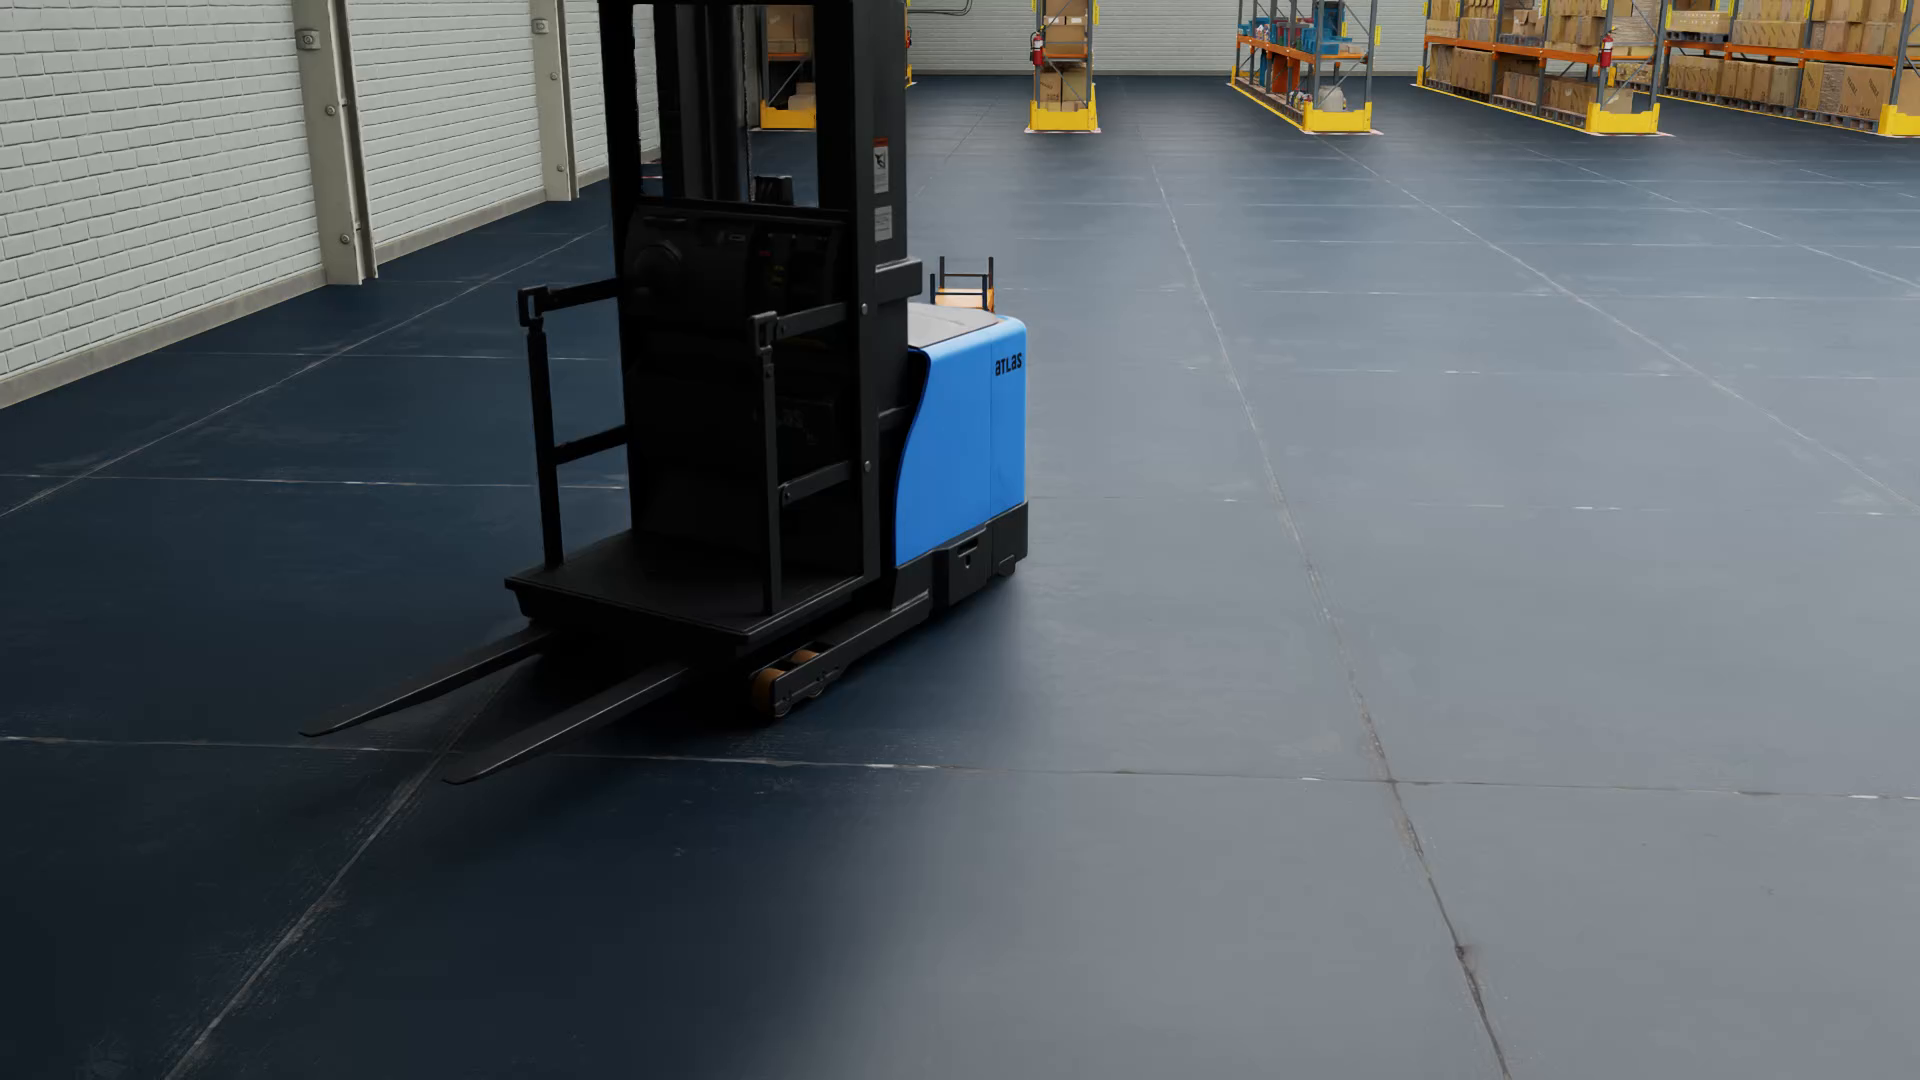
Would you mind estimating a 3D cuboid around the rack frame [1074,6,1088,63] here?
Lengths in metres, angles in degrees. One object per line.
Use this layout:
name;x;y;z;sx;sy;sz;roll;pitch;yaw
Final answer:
rack frame;2.720;-12.605;41.075;1.000;3.000;0.127;1;18;4

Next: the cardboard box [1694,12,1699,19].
cardboard box;16.927;-11.926;37.774;0.380;0.149;0.250;2;18;7

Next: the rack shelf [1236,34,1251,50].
rack shelf;7.804;-12.773;42.742;1.077;0.370;4.000;1;18;4

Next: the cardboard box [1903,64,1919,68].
cardboard box;22.463;-10.877;38.537;0.875;0.875;0.875;2;18;6

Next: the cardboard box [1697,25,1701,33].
cardboard box;16.908;-11.560;37.615;0.380;0.149;0.250;0;18;1

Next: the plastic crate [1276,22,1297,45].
plastic crate;6.953;-10.787;35.422;0.402;0.464;0.583;1;18;4

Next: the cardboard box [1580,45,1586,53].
cardboard box;11.628;-9.018;30.532;0.380;0.149;0.250;1;18;4

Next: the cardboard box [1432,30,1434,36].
cardboard box;12.480;-13.163;43.180;0.380;0.149;0.250;1;18;3

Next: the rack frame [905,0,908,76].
rack frame;-1.934;-13.957;45.201;1.000;3.000;0.127;1;18;4

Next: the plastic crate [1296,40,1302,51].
plastic crate;6.708;-9.493;31.917;0.450;0.188;0.662;1;18;4

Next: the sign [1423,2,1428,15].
sign;12.334;-14.089;44.085;0.100;0.325;0.005;1;18;4

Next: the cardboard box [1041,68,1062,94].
cardboard box;1.729;-8.922;32.373;0.500;0.500;0.500;1;18;4

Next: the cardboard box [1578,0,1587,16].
cardboard box;11.602;-9.807;30.292;0.500;0.500;0.500;1;18;4

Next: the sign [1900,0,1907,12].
sign;16.140;-9.193;28.422;0.100;0.325;0.005;1;18;4

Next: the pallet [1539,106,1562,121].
pallet;12.014;-8.364;32.610;1.003;0.211;1.213;1;18;4

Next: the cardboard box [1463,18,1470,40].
cardboard box;12.283;-12.137;39.486;0.500;0.500;0.500;1;18;4

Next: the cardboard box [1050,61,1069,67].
cardboard box;2.266;-11.054;38.444;0.500;0.250;0.500;2;18;6

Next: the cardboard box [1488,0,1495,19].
cardboard box;12.432;-12.094;37.743;0.797;0.503;0.637;2;18;5

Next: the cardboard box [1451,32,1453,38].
cardboard box;12.314;-12.446;40.992;0.380;0.149;0.250;2;18;5

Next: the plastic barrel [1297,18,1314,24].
plastic barrel;7.643;-11.165;36.461;0.600;0.536;0.708;1;18;4

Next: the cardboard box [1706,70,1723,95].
cardboard box;17.040;-10.221;37.137;0.500;0.500;0.500;1;18;4

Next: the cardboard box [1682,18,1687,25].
cardboard box;16.984;-12.025;38.556;0.380;0.149;0.250;2;18;6

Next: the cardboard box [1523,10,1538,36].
cardboard box;12.059;-10.688;34.382;0.797;0.503;0.637;3;18;10

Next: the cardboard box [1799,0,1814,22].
cardboard box;16.997;-10.433;32.680;0.700;0.500;0.500;1;18;3

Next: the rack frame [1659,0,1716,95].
rack frame;17.541;-12.241;39.963;1.000;3.000;0.127;1;18;4

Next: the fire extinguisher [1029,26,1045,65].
fire extinguisher;1.388;-8.815;29.633;0.296;0.674;0.183;1;18;4

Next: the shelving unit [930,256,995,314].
shelving unit;0.012;-0.622;7.393;0.258;1.200;0.503;1;18;4

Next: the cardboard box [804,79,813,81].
cardboard box;-2.829;-8.928;33.161;0.500;0.500;0.500;0;18;0

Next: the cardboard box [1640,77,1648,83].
cardboard box;17.303;-11.537;41.718;0.380;0.149;0.250;1;18;4

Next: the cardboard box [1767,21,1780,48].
cardboard box;16.810;-10.286;33.836;0.500;0.500;0.500;1;18;4

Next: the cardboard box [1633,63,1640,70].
cardboard box;17.376;-12.046;42.318;0.380;0.149;0.250;2;18;5

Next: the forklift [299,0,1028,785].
forklift;-0.907;-0.958;5.641;1.130;2.935;3.031;11;21;29

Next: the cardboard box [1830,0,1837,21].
cardboard box;16.983;-10.054;31.313;0.875;0.550;0.550;1;18;4

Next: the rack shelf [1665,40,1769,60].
rack shelf;17.397;-11.278;38.180;1.077;0.370;4.000;1;18;4

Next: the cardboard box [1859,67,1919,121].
cardboard box;16.663;-7.916;29.502;0.875;0.875;0.875;1;18;4

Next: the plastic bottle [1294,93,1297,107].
plastic bottle;6.548;-8.577;32.437;0.061;0.283;0.133;2;18;6

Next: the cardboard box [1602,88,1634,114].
cardboard box;11.802;-7.861;29.937;0.500;0.500;0.500;5;19;14

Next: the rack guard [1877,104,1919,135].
rack guard;16.679;-7.319;28.956;1.175;0.500;0.348;1;18;4

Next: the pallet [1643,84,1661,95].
pallet;17.553;-11.125;41.037;1.003;0.211;1.213;1;18;4

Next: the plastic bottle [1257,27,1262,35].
plastic bottle;7.221;-12.186;39.994;0.152;0.276;0.135;1;18;4

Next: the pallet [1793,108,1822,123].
pallet;16.835;-8.197;32.099;1.003;0.211;1.213;1;18;4

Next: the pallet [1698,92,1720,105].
pallet;17.311;-9.916;37.347;1.003;0.211;1.213;1;18;4

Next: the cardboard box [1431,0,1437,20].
cardboard box;12.548;-13.753;43.138;0.500;0.500;0.500;1;18;3

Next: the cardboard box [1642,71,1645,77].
cardboard box;17.409;-11.738;41.855;0.380;0.149;0.250;0;18;1

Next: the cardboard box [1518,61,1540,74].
cardboard box;12.268;-10.145;35.669;0.500;0.250;0.500;3;18;10

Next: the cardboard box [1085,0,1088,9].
cardboard box;3.034;-13.268;41.332;0.500;0.500;0.500;2;18;5

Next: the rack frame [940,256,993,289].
rack frame;0.029;-0.697;7.624;0.240;1.200;0.015;1;18;4

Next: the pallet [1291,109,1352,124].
pallet;6.912;-8.096;31.793;1.003;0.211;1.213;1;18;4

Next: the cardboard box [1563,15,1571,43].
cardboard box;11.927;-9.637;31.378;0.875;0.500;0.500;1;18;4

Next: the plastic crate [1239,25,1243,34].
plastic crate;7.554;-13.411;43.707;0.416;0.233;0.300;1;18;4
